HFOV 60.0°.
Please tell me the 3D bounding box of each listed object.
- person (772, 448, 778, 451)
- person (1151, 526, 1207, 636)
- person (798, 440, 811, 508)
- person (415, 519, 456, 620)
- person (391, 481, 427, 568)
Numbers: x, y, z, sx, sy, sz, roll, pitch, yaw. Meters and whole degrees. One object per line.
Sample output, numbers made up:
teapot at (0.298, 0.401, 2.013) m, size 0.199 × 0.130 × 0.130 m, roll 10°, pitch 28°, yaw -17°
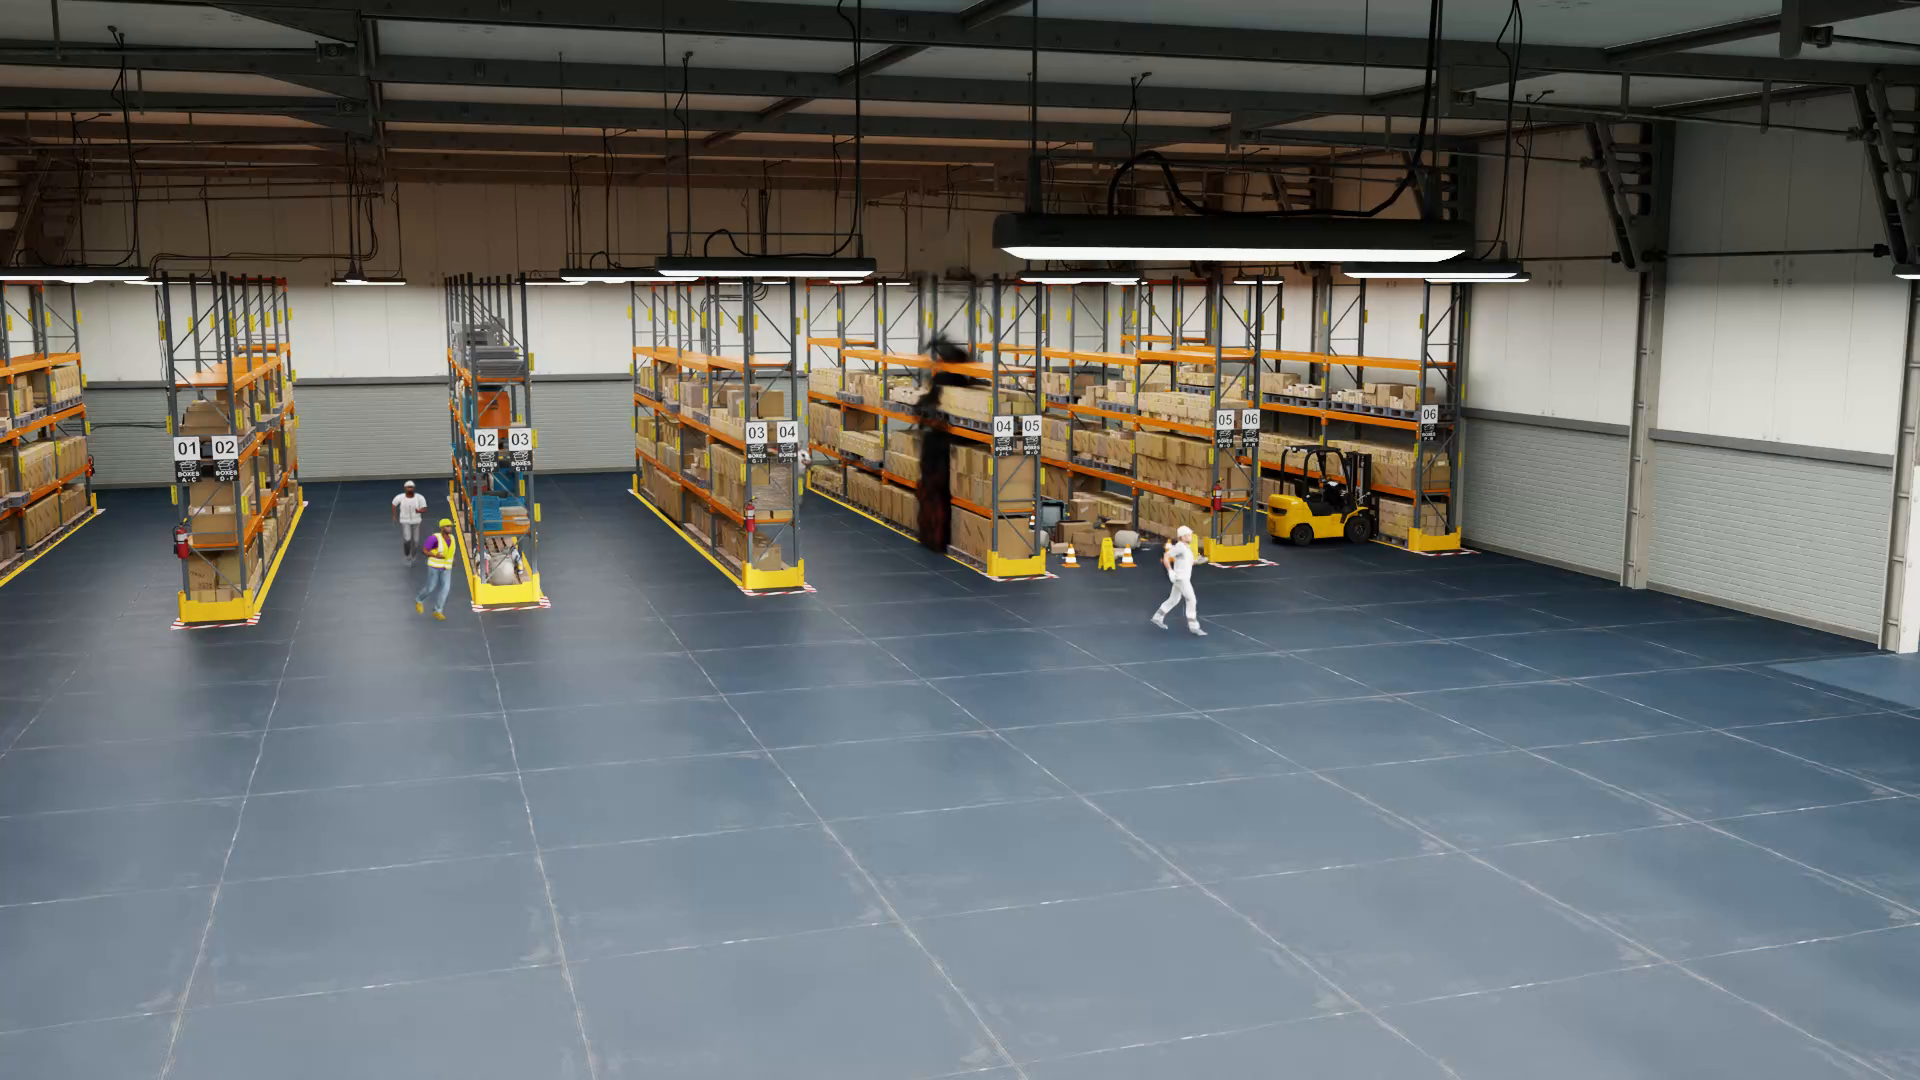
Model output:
person at (-5.492, -2.263, 47.477) m, size 0.720 × 1.662 × 0.675 m, roll 0°, pitch 9°, yaw 0°
person at (3.646, 0.668, 27.565) m, size 0.938 × 1.814 × 0.654 m, roll 2°, pitch 9°, yaw 13°
person at (-4.236, -1.757, 43.668) m, size 0.664 × 1.764 × 0.970 m, roll -2°, pitch 9°, yaw -14°
person at (-9.112, 0.482, 29.219) m, size 0.927 × 1.729 × 0.706 m, roll 8°, pitch 12°, yaw 43°
person at (-11.388, -0.333, 34.474) m, size 0.671 × 1.801 × 0.728 m, roll -4°, pitch 10°, yaw -26°
